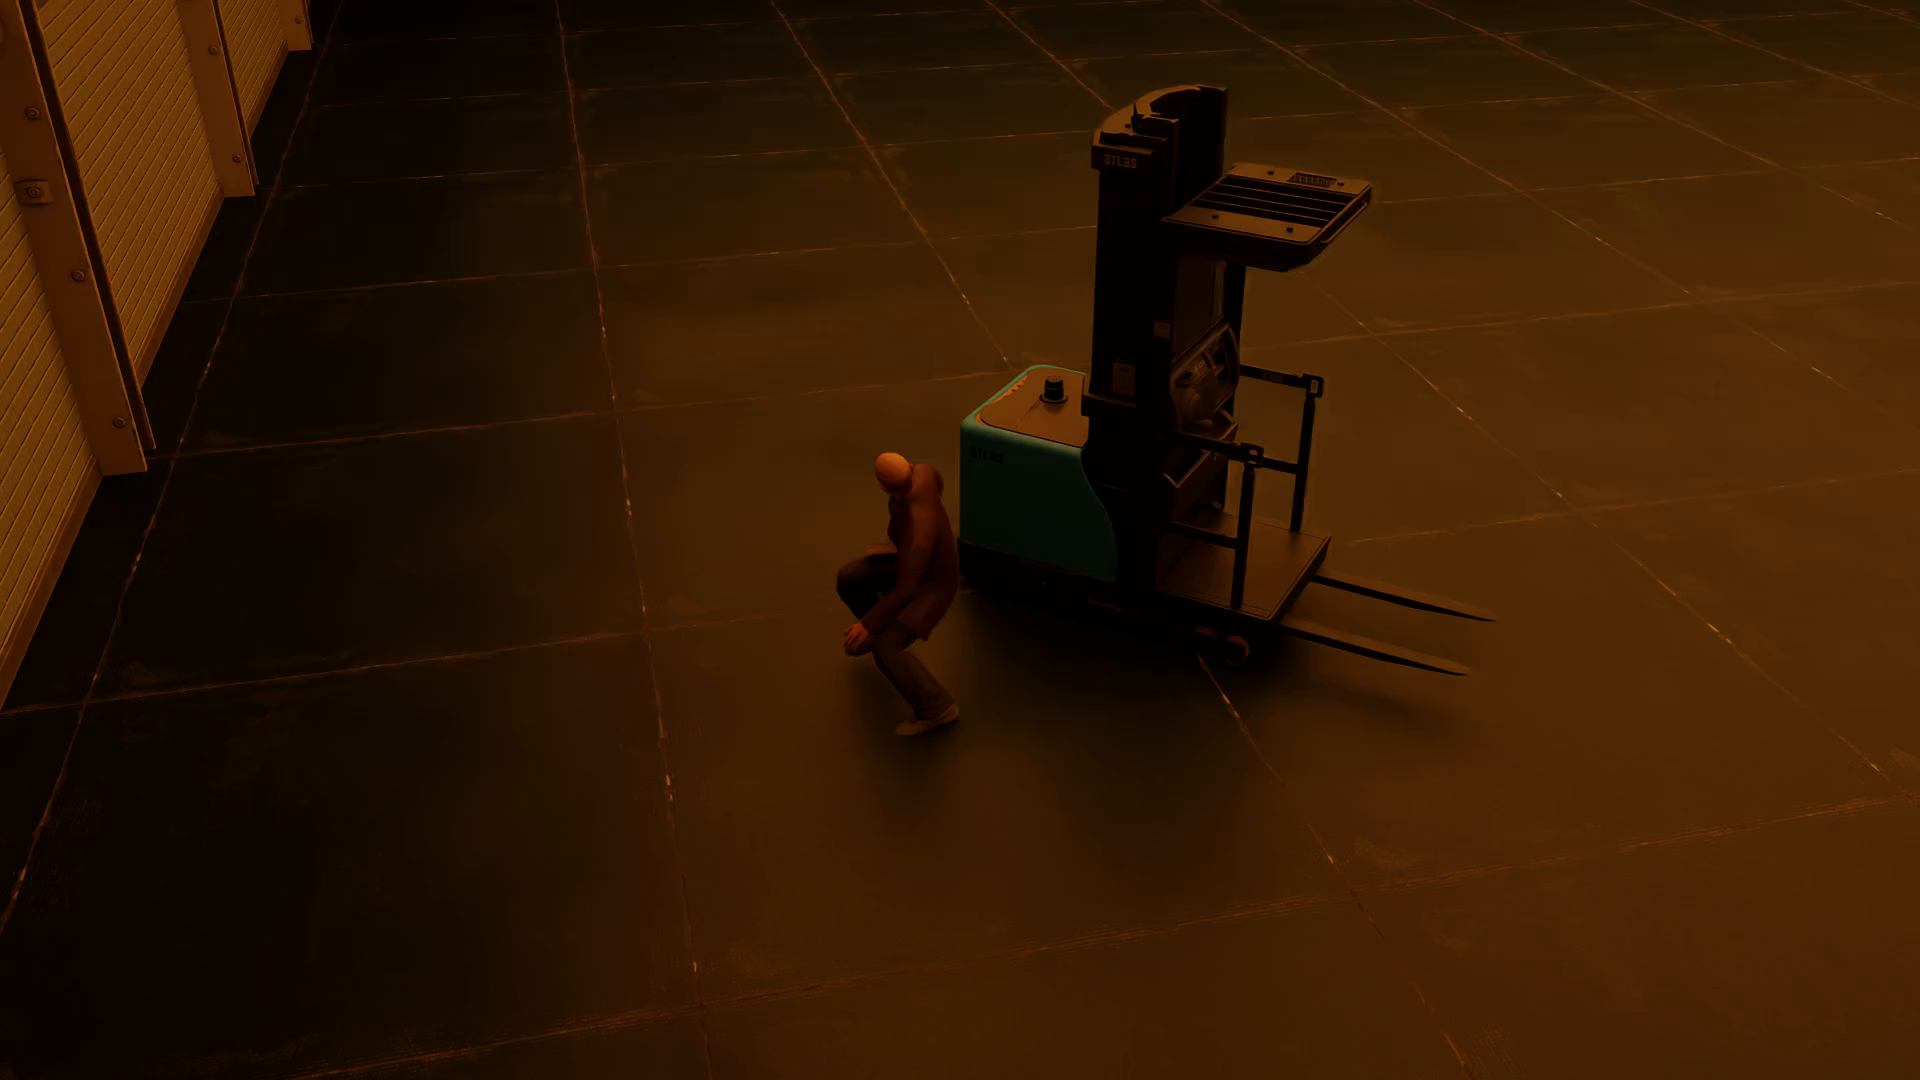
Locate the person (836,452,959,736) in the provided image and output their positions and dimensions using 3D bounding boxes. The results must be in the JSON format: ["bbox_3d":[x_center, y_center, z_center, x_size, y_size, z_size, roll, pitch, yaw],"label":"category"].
[{"bbox_3d":[-0.337,0.197,8.700,0.675,1.544,0.830,-6,31,-11],"label":"person"}]

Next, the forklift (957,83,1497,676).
[{"bbox_3d":[1.526,-0.872,9.081,3.031,2.935,1.130,15,33,25],"label":"forklift"}]
